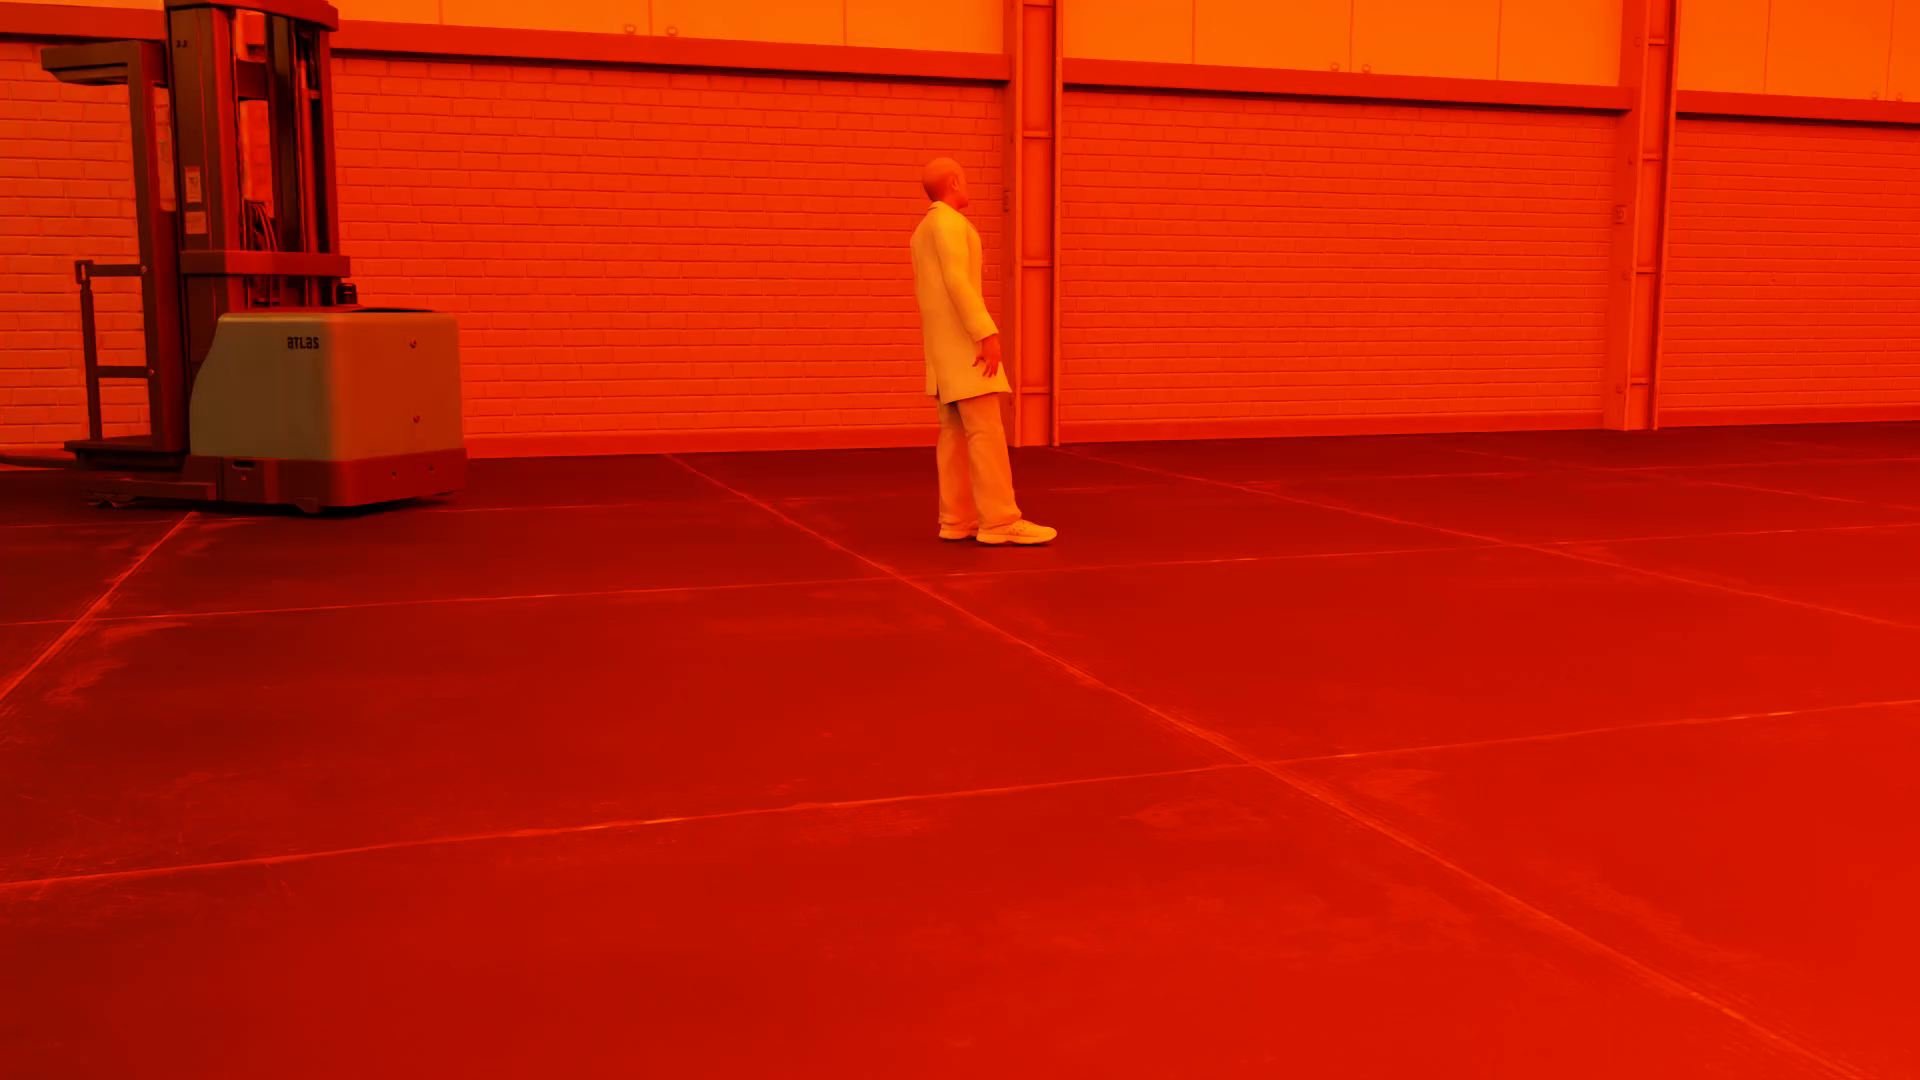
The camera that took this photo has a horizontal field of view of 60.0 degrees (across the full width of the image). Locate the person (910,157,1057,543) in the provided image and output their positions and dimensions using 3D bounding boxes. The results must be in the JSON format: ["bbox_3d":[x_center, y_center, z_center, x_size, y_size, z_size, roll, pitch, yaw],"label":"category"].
[{"bbox_3d":[0.088,-0.892,7.828,0.578,1.778,0.698,-3,8,-18],"label":"person"}]

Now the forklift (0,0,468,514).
[{"bbox_3d":[-4.387,-1.692,9.491,3.031,2.935,1.130,3,8,22],"label":"forklift"}]
